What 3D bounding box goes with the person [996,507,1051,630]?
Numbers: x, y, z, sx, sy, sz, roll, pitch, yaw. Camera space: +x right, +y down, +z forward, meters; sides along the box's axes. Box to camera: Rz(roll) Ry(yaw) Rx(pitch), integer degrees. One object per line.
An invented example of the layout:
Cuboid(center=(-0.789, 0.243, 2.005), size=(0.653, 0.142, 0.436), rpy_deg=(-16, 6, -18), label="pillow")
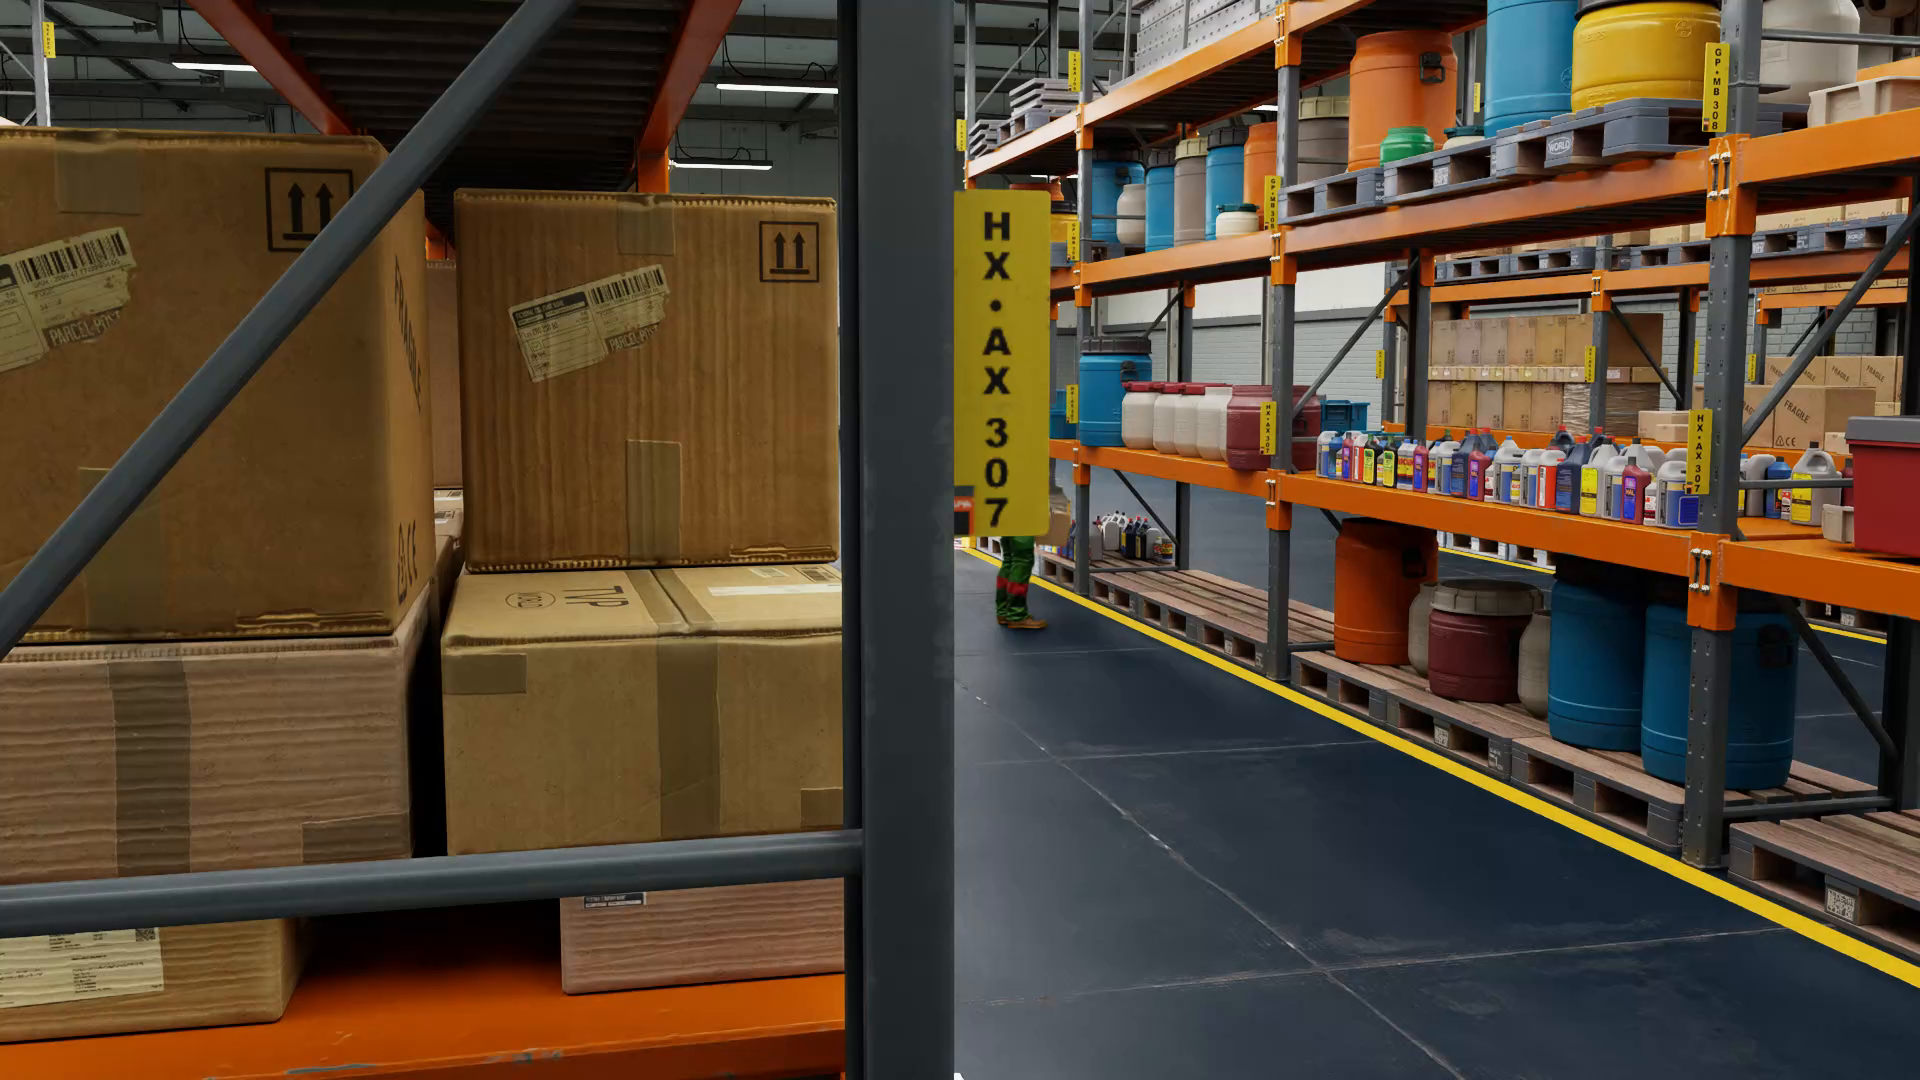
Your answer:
Cuboid(center=(0.430, -0.237, 12.518), size=(0.437, 1.789, 0.539), rpy_deg=(-2, 6, -15), label="person")
